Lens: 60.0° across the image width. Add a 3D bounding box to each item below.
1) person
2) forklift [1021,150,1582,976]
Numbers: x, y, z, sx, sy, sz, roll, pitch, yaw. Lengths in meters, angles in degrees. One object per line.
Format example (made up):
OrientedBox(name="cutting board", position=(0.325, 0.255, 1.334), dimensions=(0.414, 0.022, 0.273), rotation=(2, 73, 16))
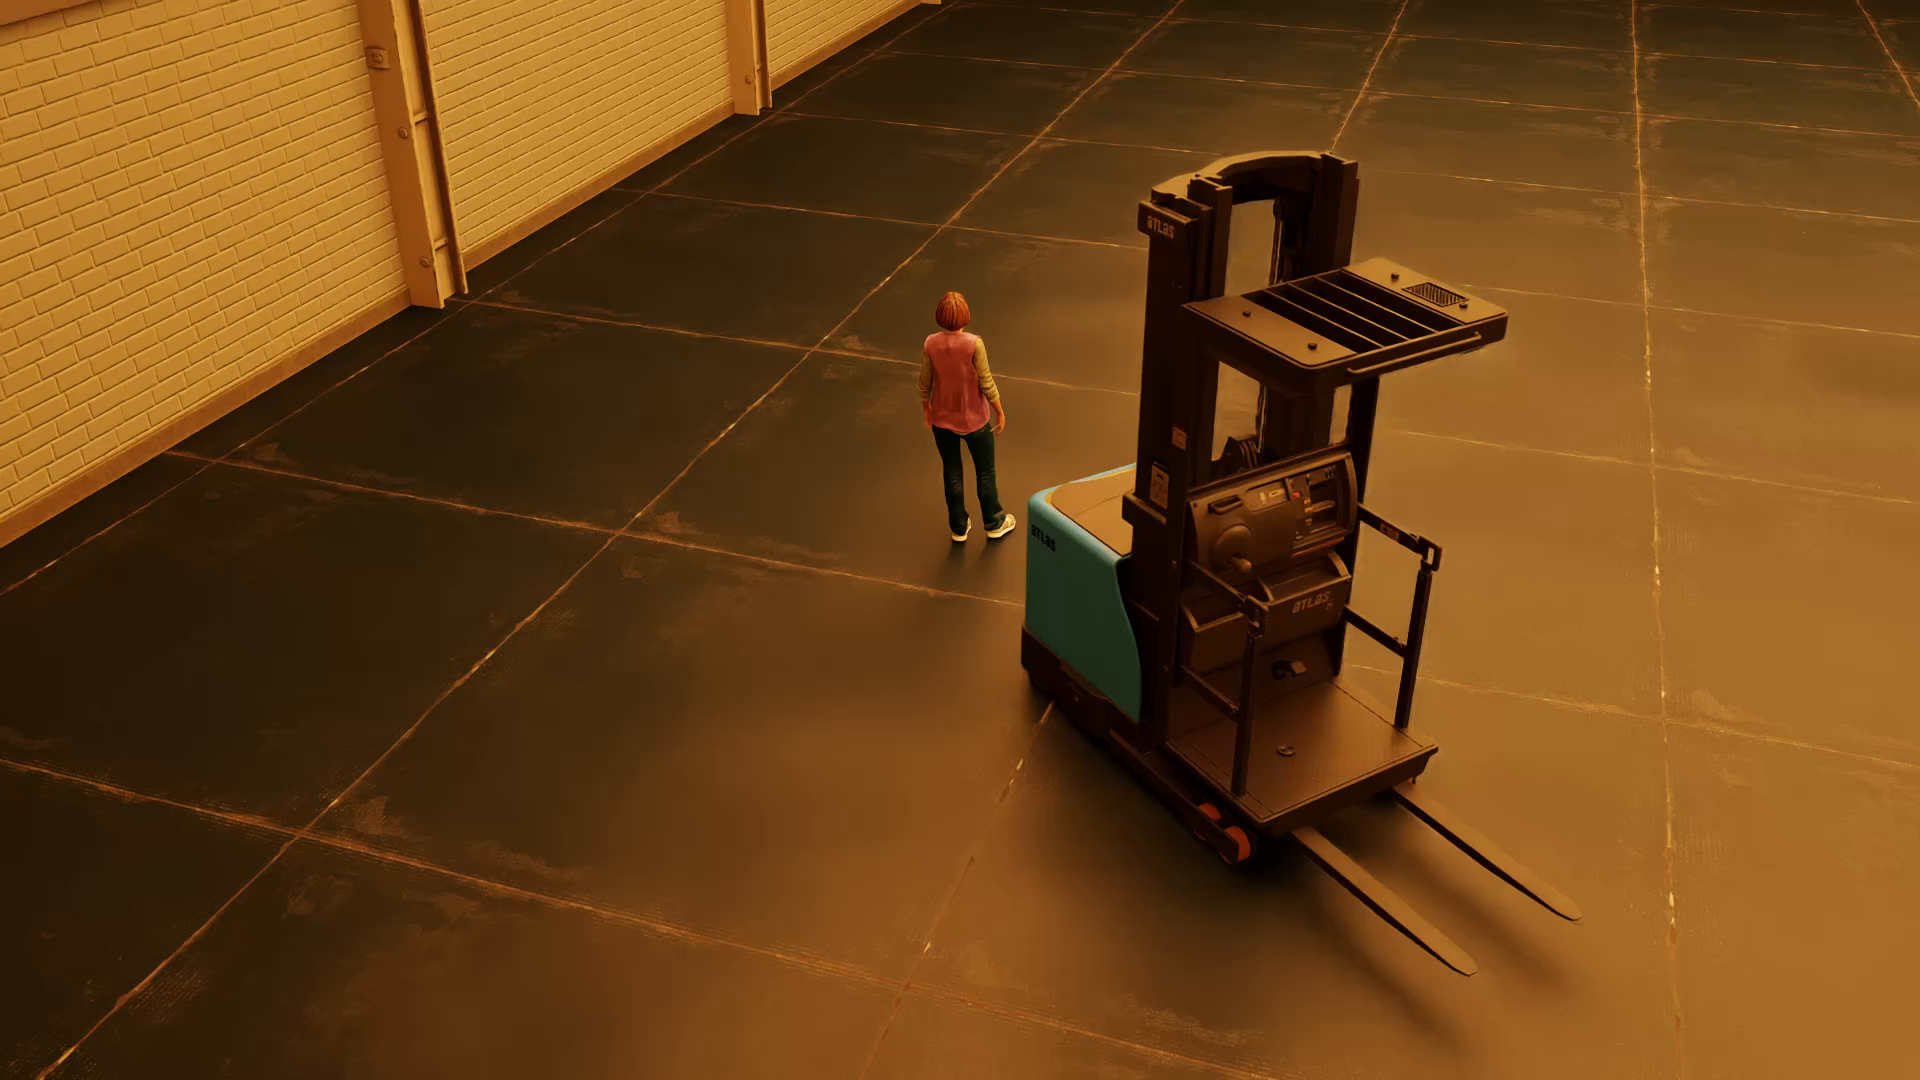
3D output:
OrientedBox(name="person", position=(0.037, -0.732, 9.753), dimensions=(0.520, 1.597, 0.476), rotation=(10, 31, 16))
OrientedBox(name="forklift", position=(1.518, -0.073, 7.265), dimensions=(1.130, 2.935, 3.031), rotation=(-17, 34, -27))
